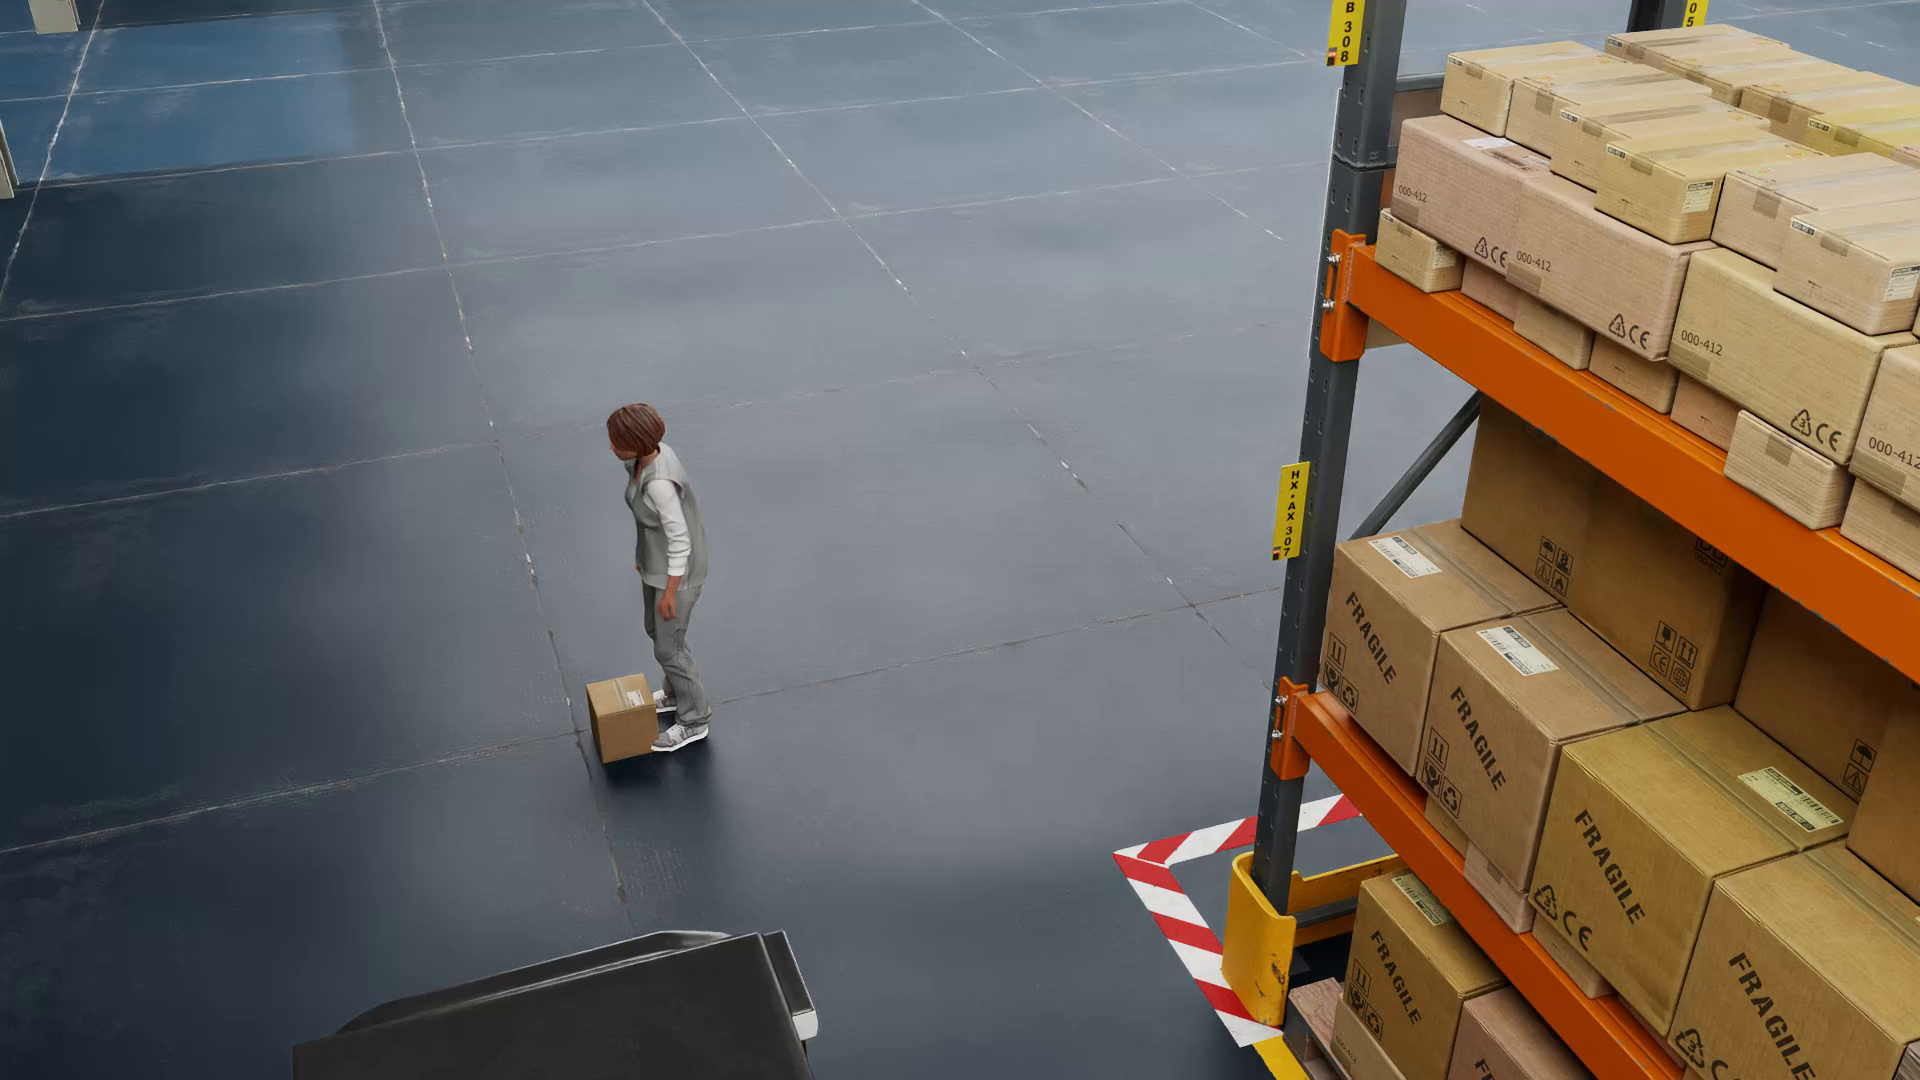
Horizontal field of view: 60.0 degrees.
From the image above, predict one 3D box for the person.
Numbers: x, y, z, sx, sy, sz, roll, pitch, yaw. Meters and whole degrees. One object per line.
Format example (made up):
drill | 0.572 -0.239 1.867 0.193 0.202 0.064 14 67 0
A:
person | -1.225 0.145 6.903 0.342 1.582 0.482 -12 32 -19
